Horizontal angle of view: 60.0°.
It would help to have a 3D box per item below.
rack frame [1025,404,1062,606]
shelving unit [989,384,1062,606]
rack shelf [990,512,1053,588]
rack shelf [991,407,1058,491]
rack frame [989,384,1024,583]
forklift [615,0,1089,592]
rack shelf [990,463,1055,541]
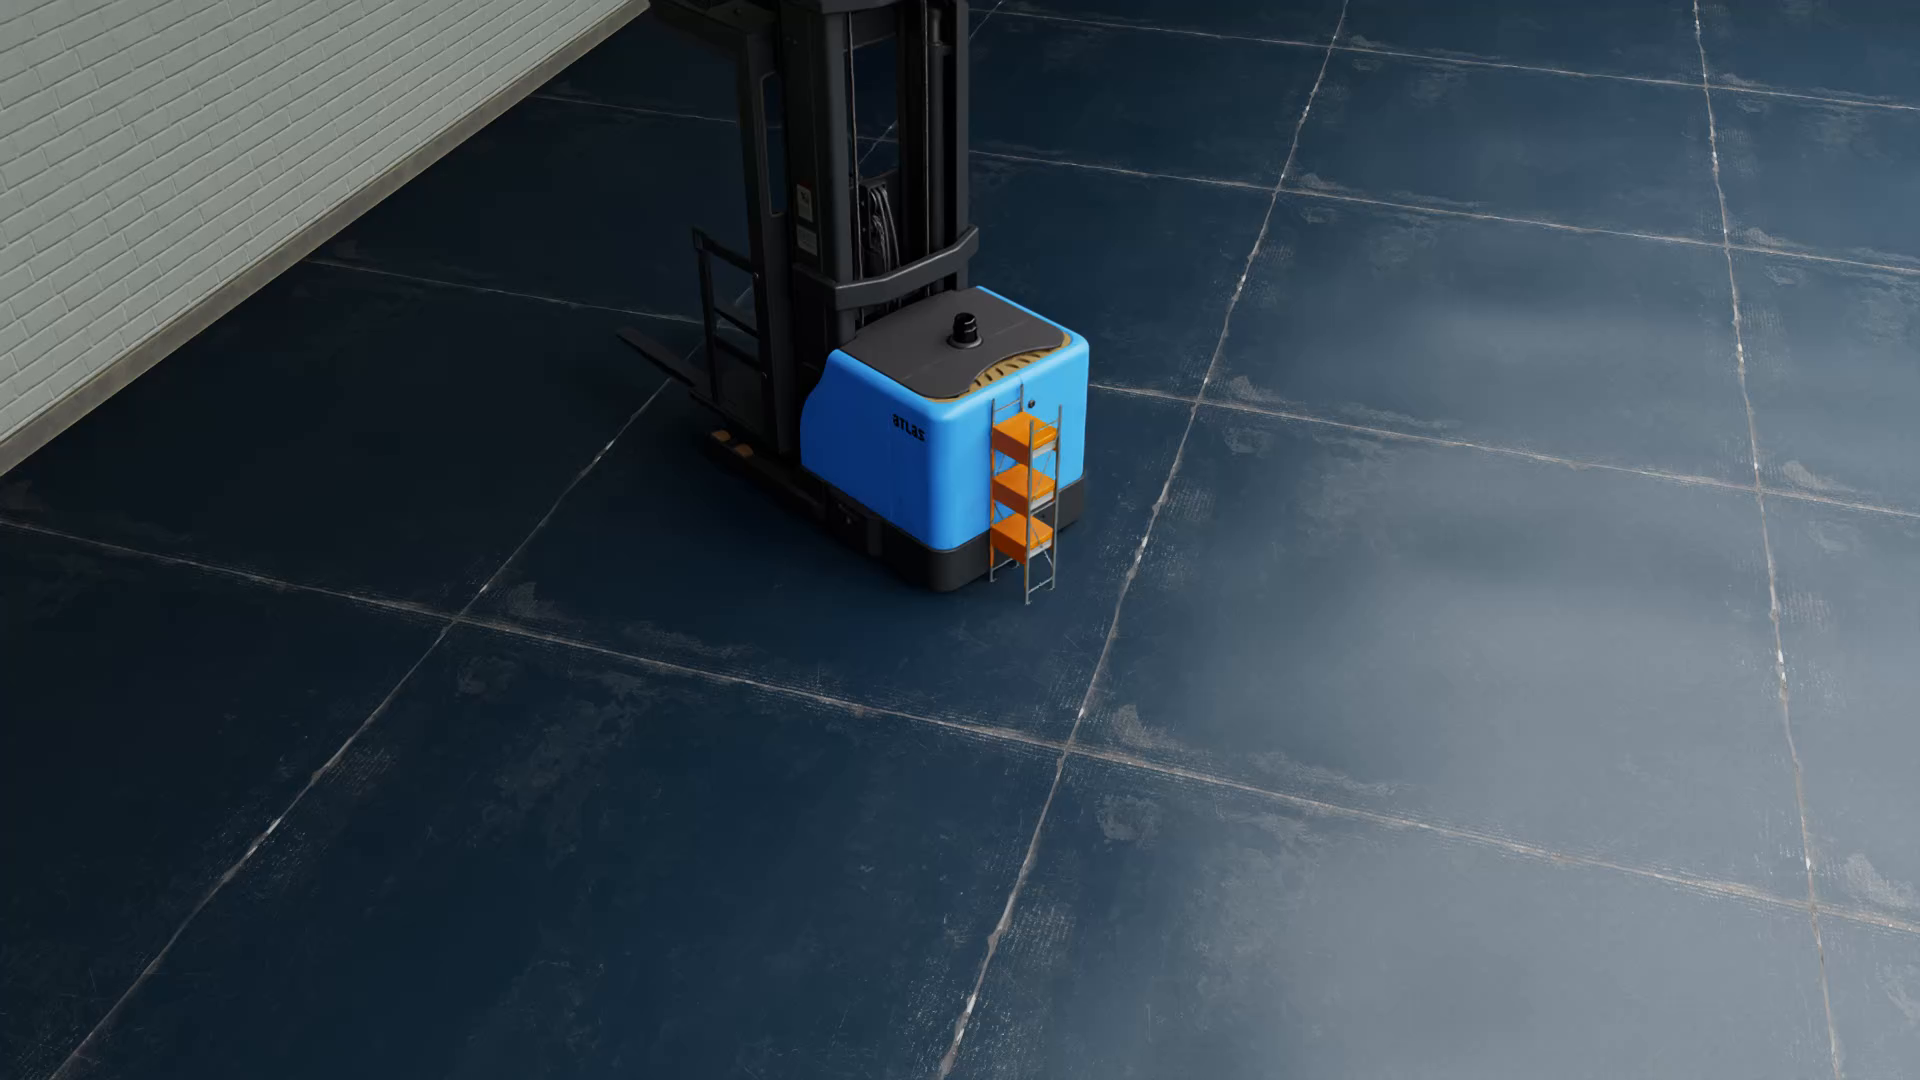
[{"bbox_3d":[0.386,-0.147,7.749,0.200,1.050,0.008,-29,45,-34],"label":"rack frame"},{"bbox_3d":[0.302,-0.199,7.820,0.215,1.050,0.252,-29,45,-34],"label":"shelving unit"},{"bbox_3d":[0.302,0.033,7.991,0.215,0.259,0.240,-29,45,-34],"label":"rack shelf"},{"bbox_3d":[0.302,-0.419,7.658,0.215,0.259,0.240,-29,45,-34],"label":"rack shelf"},{"bbox_3d":[0.219,-0.252,7.891,0.200,1.050,0.008,-29,45,-34],"label":"rack frame"},{"bbox_3d":[-0.742,-1.713,8.290,1.130,2.935,3.031,-29,45,-34],"label":"forklift"},{"bbox_3d":[0.302,-0.191,7.826,0.215,0.259,0.240,-29,45,-34],"label":"rack shelf"}]
